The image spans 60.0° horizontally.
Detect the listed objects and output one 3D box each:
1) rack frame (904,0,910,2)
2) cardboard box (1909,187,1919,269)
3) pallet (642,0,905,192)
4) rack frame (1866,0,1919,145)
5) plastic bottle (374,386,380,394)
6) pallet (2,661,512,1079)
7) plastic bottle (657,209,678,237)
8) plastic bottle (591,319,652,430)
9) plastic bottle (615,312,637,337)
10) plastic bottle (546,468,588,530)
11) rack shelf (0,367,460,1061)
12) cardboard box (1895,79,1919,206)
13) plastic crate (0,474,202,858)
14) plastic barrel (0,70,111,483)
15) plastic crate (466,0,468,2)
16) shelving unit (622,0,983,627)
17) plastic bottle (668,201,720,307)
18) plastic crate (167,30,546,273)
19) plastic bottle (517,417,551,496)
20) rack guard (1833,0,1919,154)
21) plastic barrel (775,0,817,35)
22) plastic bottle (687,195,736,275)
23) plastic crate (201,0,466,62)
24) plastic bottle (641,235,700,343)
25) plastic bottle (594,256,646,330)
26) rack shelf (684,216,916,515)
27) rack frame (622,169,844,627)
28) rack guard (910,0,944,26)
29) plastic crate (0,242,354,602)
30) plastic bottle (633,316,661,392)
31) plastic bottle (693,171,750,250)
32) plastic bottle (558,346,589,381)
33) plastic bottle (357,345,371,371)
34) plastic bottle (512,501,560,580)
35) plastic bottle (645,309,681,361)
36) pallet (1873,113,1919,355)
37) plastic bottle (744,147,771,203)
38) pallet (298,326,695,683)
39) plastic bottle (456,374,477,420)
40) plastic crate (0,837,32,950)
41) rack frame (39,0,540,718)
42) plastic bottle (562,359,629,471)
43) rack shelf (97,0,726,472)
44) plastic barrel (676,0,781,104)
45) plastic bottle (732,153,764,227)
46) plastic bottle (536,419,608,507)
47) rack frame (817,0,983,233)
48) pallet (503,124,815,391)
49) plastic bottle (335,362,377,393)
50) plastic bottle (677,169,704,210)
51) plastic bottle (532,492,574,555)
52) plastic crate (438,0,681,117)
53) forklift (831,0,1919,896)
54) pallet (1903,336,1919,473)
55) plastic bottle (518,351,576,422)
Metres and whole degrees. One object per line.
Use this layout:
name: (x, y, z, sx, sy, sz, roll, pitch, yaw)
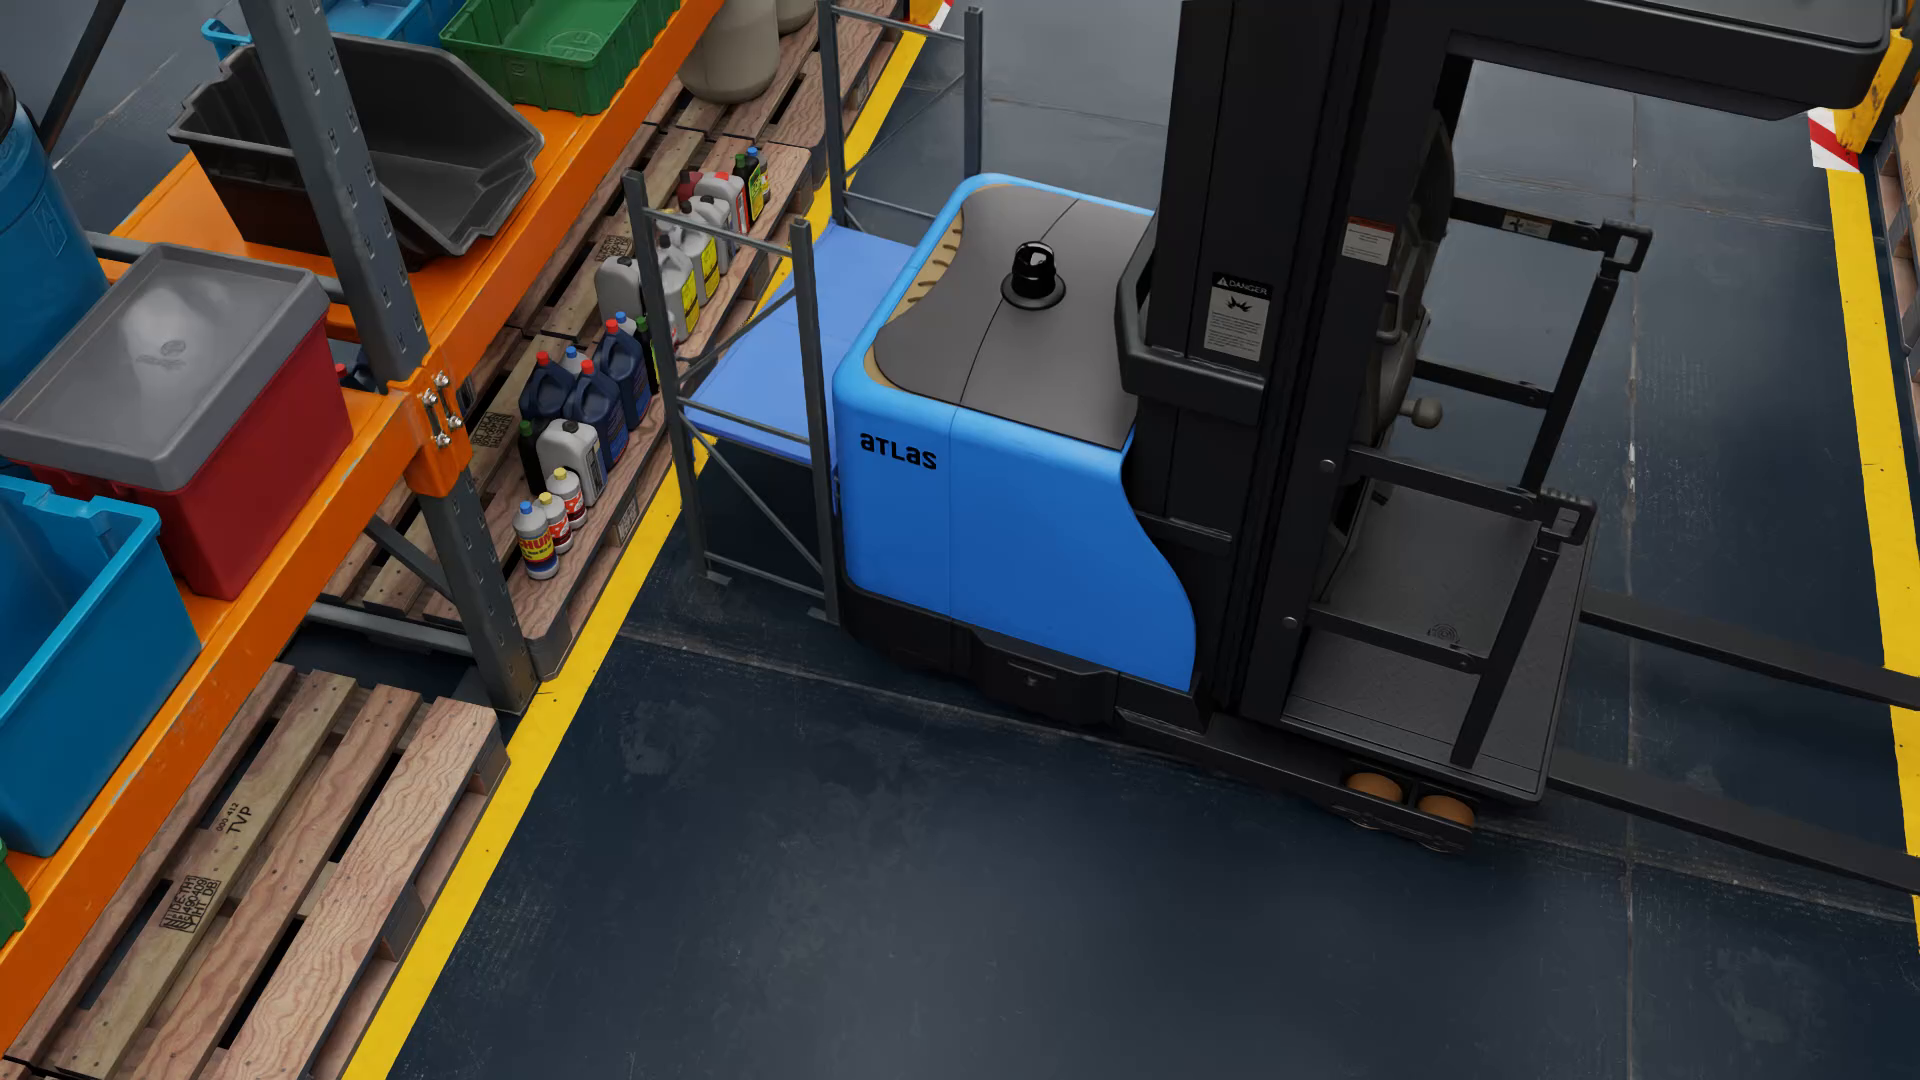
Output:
rack frame: (-0.678, -3.516, 6.352, 1.000, 3.000, 0.127, 12, 50, 10)
cardboard box: (3.615, -1.058, 5.737, 0.500, 0.250, 0.500, 12, 50, 10)
pallet: (-0.872, -1.942, 6.823, 1.003, 0.211, 1.213, 12, 50, 10)
rack frame: (4.099, -2.536, 5.487, 1.000, 3.000, 0.127, 12, 50, 10)
plastic bottle: (-1.701, -0.386, 5.063, 0.144, 0.351, 0.185, 12, 50, 10)
pallet: (-1.900, 0.876, 4.336, 1.003, 0.211, 1.213, 12, 50, 10)
plastic bottle: (-0.993, -1.054, 5.753, 0.097, 0.201, 0.097, 0, 49, 0)
plastic bottle: (-1.069, -0.530, 5.190, 0.144, 0.351, 0.185, 10, 49, 8)
plastic bottle: (-1.066, -0.617, 5.321, 0.097, 0.271, 0.097, 0, 49, 0)
plastic bottle: (-1.171, -0.133, 4.940, 0.097, 0.201, 0.097, 0, 49, 0)
rack shelf: (-2.258, 1.062, 2.792, 1.077, 0.370, 4.000, 12, 50, 10)
cardboard box: (3.744, -1.421, 6.057, 0.500, 0.250, 0.500, 12, 50, 10)
plastic crate: (-1.721, 0.242, 3.046, 0.392, 0.384, 0.575, 12, 50, 10)
plastic barrel: (-2.125, -0.569, 3.417, 0.600, 0.901, 0.708, 12, 50, 10)
plastic crate: (-1.548, -1.760, 4.978, 0.530, 0.136, 0.437, 12, 50, 10)
shelving unit: (-0.378, -0.668, 4.840, 0.538, 1.500, 1.048, 19, 51, 16)
plastic bottle: (-0.908, -0.972, 5.581, 0.144, 0.351, 0.185, 13, 50, 12)
plastic crate: (-1.471, -0.955, 4.134, 0.767, 0.338, 0.504, 12, 50, 10)
plastic bottle: (-1.269, -0.273, 5.009, 0.061, 0.283, 0.133, 12, 50, 10)
rack guard: (4.106, -1.726, 6.440, 1.175, 0.500, 0.348, 12, 50, 10)
plastic barrel: (-0.778, -2.340, 6.694, 0.421, 0.512, 0.421, 0, 49, 0)
plastic bottle: (-0.868, -1.068, 5.715, 0.152, 0.276, 0.135, 10, 49, 9)
plastic crate: (-1.702, -1.427, 4.608, 0.499, 0.251, 0.616, 12, 50, 10)
plastic bottle: (-0.957, -0.837, 5.462, 0.144, 0.351, 0.185, 11, 50, 10)
plastic bottle: (-1.106, -0.824, 5.500, 0.152, 0.276, 0.135, 12, 50, 10)
rack shelf: (-0.378, -0.549, 4.974, 0.538, 0.185, 1.000, 19, 51, 16)
rack frame: (-0.585, -0.320, 4.532, 0.500, 1.500, 0.032, 19, 51, 16)
rack guard: (-0.653, -2.624, 7.233, 1.175, 0.500, 0.348, 12, 50, 10)
plastic crate: (-1.563, -0.233, 3.412, 0.402, 0.464, 0.583, 12, 50, 10)
plastic bottle: (-0.985, -0.619, 5.314, 0.061, 0.283, 0.133, 14, 50, 12)
plastic bottle: (-0.832, -1.168, 5.804, 0.152, 0.276, 0.135, 12, 50, 10)
plastic bottle: (-1.197, -0.496, 5.213, 0.097, 0.271, 0.097, 0, 49, 0)
plastic bottle: (-1.789, -0.553, 5.211, 0.144, 0.351, 0.185, 9, 49, 8)
plastic bottle: (-1.224, -0.009, 4.784, 0.097, 0.271, 0.097, 0, 49, 0)
plastic bottle: (-0.972, -0.681, 5.423, 0.097, 0.201, 0.097, 0, 49, 0)
pallet: (3.938, -1.051, 6.037, 1.003, 0.211, 1.213, 12, 50, 10)
plastic bottle: (-0.739, -1.320, 5.988, 0.097, 0.201, 0.097, 0, 49, 0)
pallet: (-1.514, -0.177, 5.266, 1.003, 0.211, 1.213, 12, 50, 10)
plastic bottle: (-1.640, -0.517, 5.229, 0.152, 0.276, 0.135, 12, 50, 10)
plastic crate: (-1.917, 0.763, 2.717, 0.450, 0.188, 0.662, 12, 50, 10)
rack frame: (-1.731, -0.622, 3.799, 1.000, 3.000, 0.127, 12, 50, 10)
plastic bottle: (-1.118, -0.393, 5.070, 0.144, 0.351, 0.185, 13, 50, 11)
rack shelf: (-1.205, -1.831, 5.345, 1.077, 0.370, 4.000, 12, 50, 10)
plastic barrel: (-0.910, -1.978, 6.374, 0.421, 0.512, 0.421, 0, 49, 0)
plastic bottle: (-0.752, -1.259, 5.879, 0.061, 0.283, 0.133, 13, 50, 11)
plastic bottle: (-1.166, -0.250, 4.993, 0.152, 0.276, 0.135, 13, 50, 11)
rack frame: (-0.171, -1.016, 5.147, 0.500, 1.500, 0.032, 19, 51, 16)
pallet: (-1.195, -1.063, 6.047, 1.003, 0.211, 1.213, 12, 50, 10)
plastic bottle: (-1.840, -0.414, 5.088, 0.144, 0.351, 0.185, 10, 49, 9)
plastic bottle: (-0.935, -1.191, 5.819, 0.061, 0.283, 0.133, 12, 50, 10)
plastic bottle: (-1.198, -0.060, 4.875, 0.097, 0.201, 0.097, 0, 49, 0)
plastic crate: (-1.102, -1.479, 4.696, 0.450, 0.188, 0.662, 12, 50, 10)
forklift: (1.226, -0.581, 3.808, 3.031, 2.935, 1.130, 17, 51, 14)
pallet: (3.615, -0.172, 5.261, 1.003, 0.211, 1.213, 12, 50, 10)
plastic bottle: (-1.258, -0.422, 5.095, 0.144, 0.351, 0.185, 12, 50, 10)
